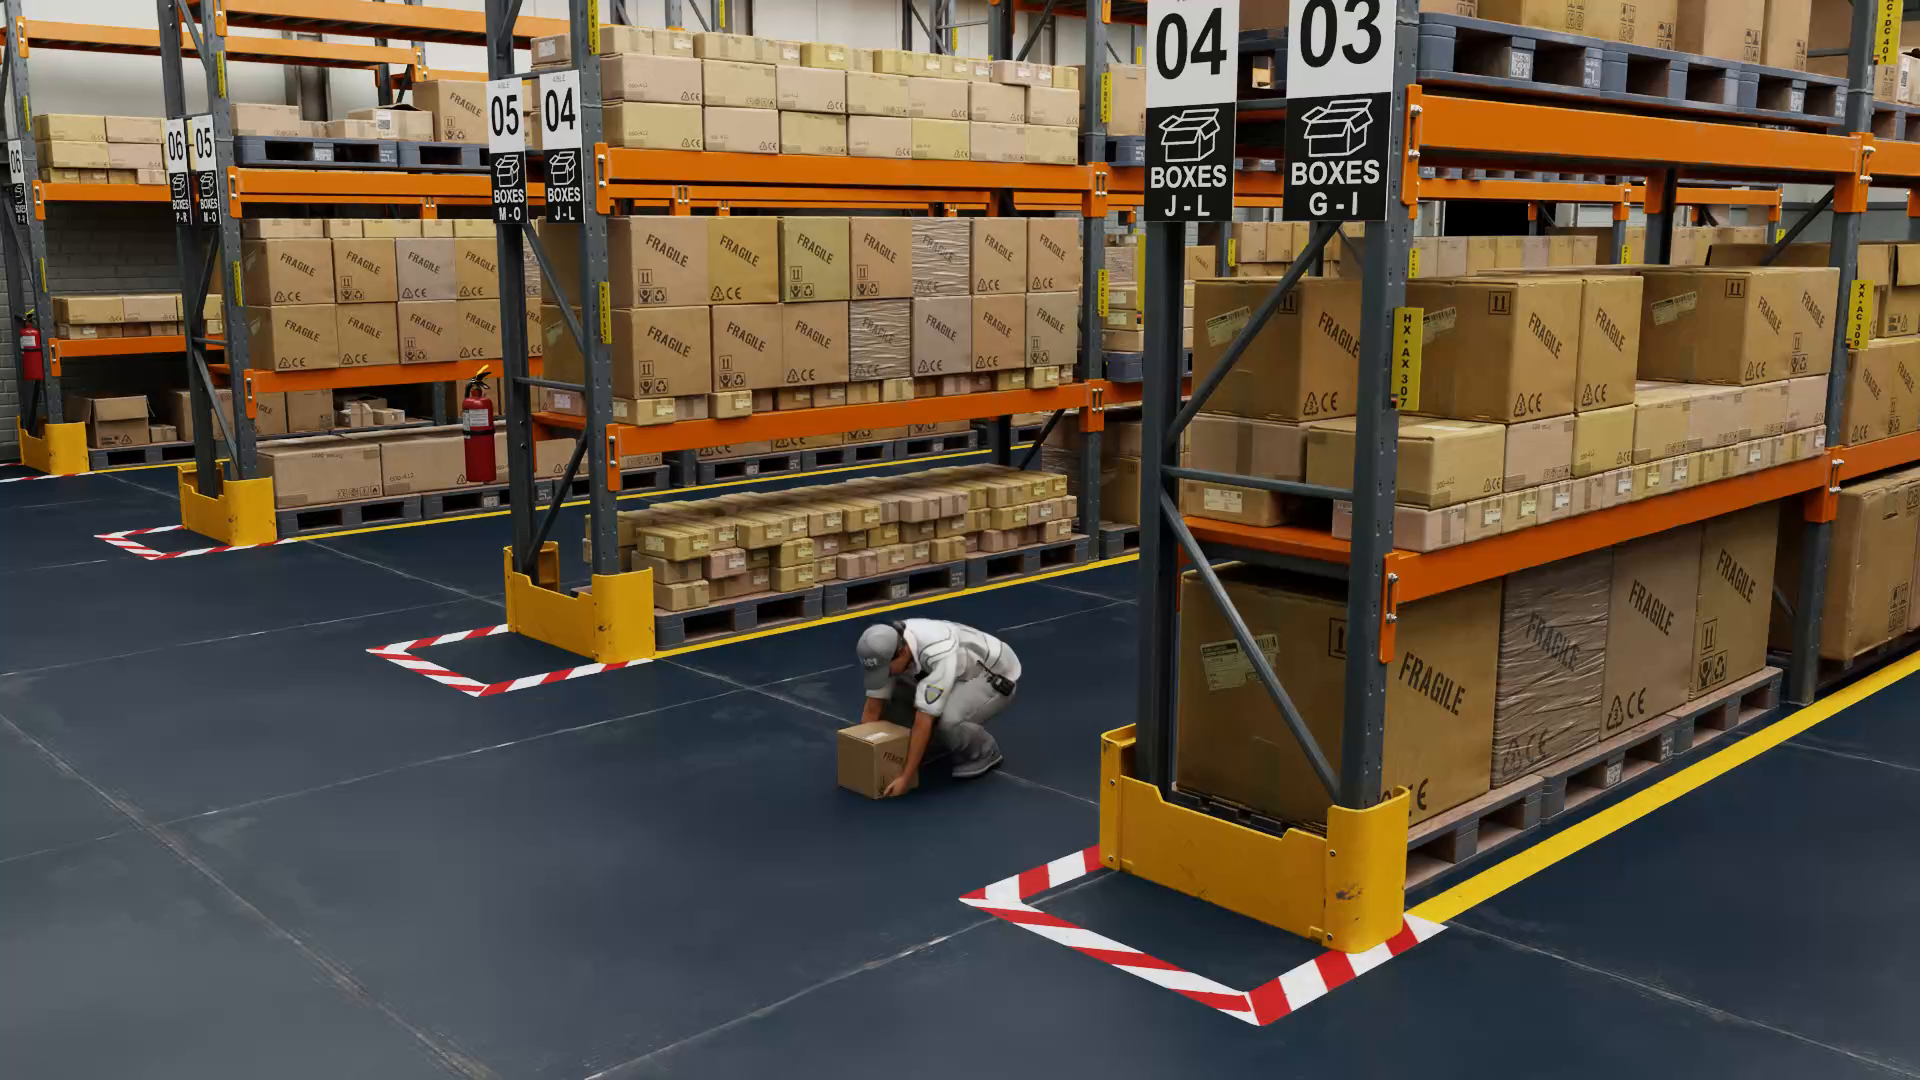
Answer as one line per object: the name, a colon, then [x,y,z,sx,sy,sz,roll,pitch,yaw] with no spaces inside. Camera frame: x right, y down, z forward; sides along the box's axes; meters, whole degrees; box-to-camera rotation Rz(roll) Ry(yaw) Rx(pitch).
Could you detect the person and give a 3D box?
person: [-0.122,0.700,7.365,0.897,0.808,0.519,-10,15,-43]
